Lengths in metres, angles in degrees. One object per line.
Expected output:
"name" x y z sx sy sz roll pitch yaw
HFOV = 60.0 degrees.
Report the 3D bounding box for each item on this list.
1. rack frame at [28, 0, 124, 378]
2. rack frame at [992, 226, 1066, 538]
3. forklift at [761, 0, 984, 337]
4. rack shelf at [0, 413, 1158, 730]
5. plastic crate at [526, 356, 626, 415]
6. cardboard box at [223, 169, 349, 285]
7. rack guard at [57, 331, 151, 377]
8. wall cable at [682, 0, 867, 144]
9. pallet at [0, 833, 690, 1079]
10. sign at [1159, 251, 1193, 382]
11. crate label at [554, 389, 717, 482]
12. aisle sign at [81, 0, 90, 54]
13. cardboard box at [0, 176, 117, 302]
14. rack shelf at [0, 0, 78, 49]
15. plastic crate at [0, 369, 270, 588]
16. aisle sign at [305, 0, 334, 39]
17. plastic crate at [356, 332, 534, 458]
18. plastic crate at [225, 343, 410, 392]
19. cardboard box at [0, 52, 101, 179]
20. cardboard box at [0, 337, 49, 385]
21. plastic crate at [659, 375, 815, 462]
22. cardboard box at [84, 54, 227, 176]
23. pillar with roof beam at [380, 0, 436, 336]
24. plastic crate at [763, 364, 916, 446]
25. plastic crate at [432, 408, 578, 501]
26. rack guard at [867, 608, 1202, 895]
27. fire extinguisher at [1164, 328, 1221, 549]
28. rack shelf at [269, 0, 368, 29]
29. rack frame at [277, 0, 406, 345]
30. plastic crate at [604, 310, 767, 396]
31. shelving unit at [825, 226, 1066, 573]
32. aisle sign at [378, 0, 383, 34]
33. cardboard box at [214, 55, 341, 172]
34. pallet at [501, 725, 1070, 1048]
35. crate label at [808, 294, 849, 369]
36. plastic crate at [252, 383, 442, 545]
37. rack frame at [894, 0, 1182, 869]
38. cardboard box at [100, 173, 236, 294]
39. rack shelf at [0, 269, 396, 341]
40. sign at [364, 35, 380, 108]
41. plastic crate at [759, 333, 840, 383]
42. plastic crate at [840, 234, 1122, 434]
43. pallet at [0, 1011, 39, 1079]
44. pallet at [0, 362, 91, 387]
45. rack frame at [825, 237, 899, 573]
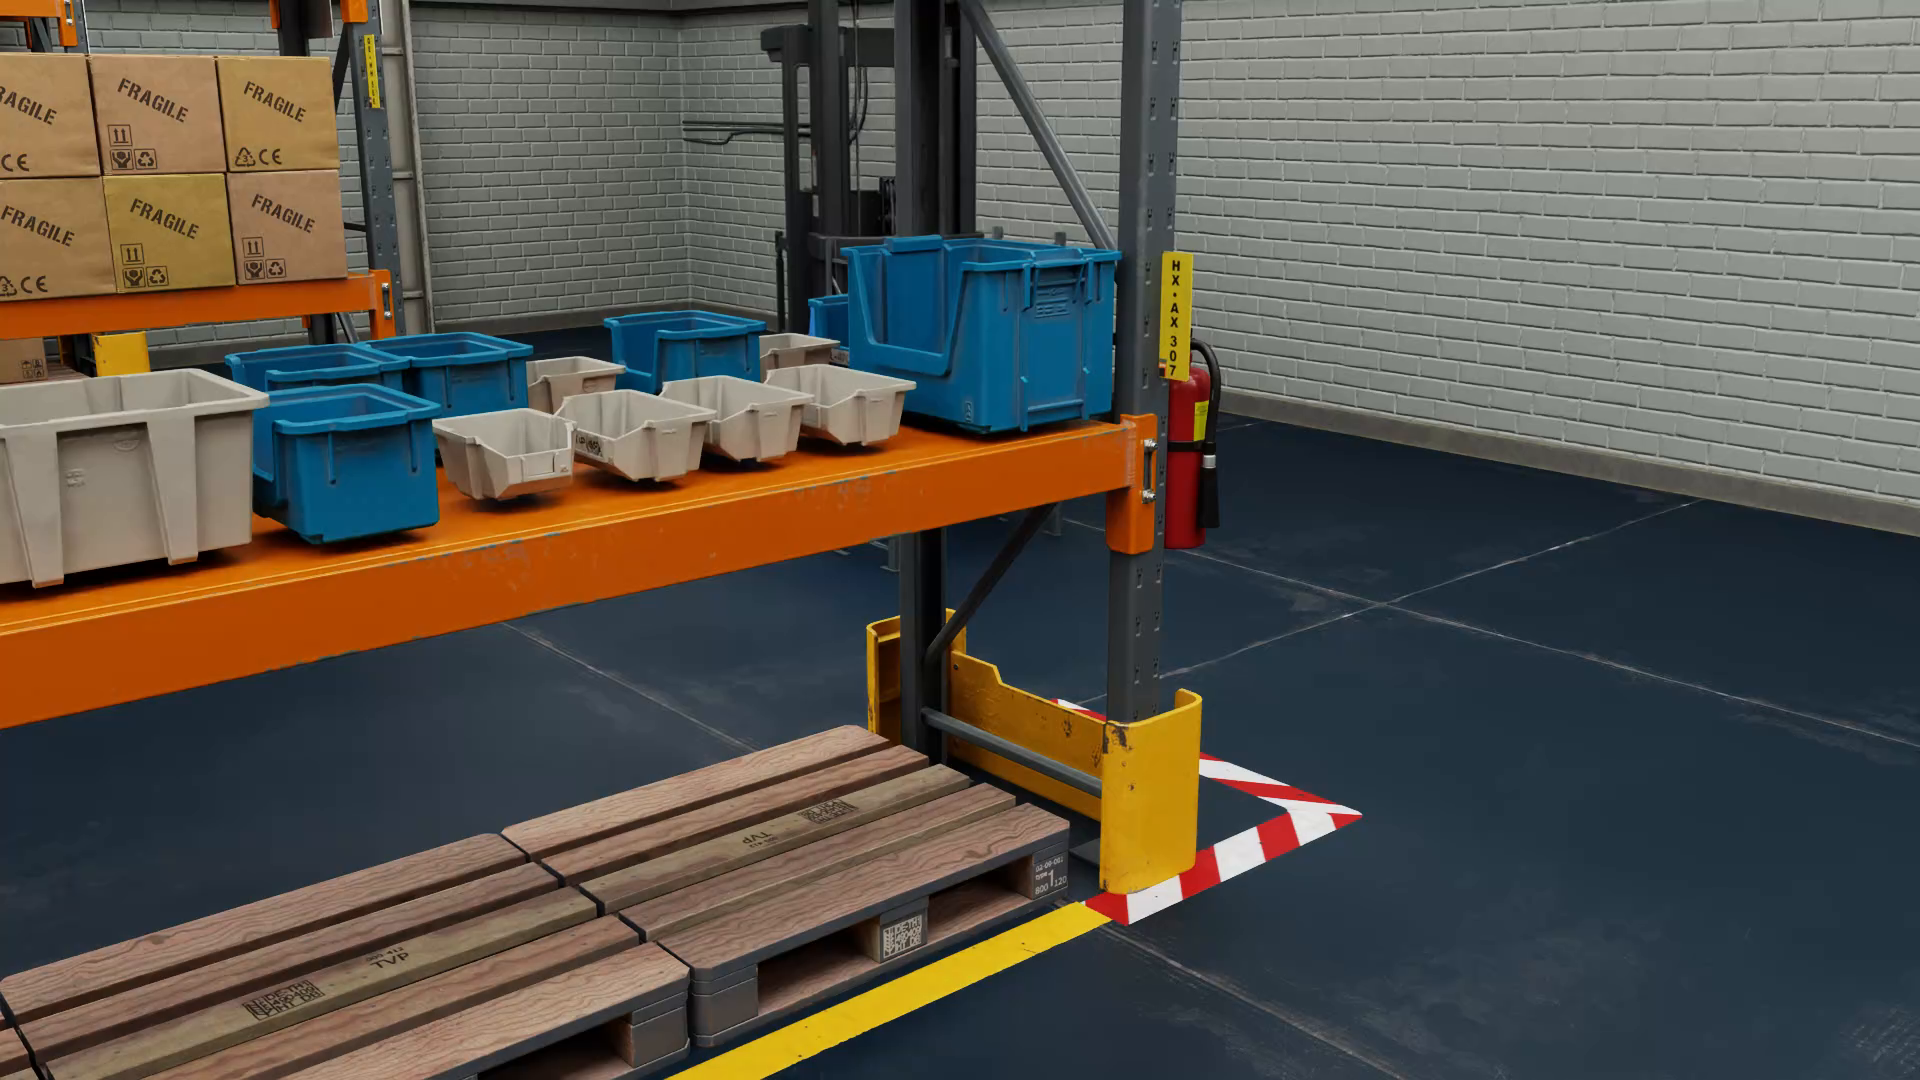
"rack frame" -6.323 -2.529 11.904 0.127 3.000 1.000 -13 19 -39
"rack frame" 0.335 -0.789 8.299 0.032 1.500 0.500 -12 19 -38
"forklift" -0.514 -1.890 9.644 1.130 2.935 3.031 -4 16 -16
"rack shelf" -1.328 0.087 3.508 4.000 0.370 1.077 -13 19 -39
"plastic crate" -1.030 -0.371 4.220 0.298 0.136 0.250 -13 19 -39
"cardboard box" -3.227 -1.484 7.800 0.500 0.500 0.500 -12 19 -38
"rack guard" -6.305 -1.325 12.242 0.348 0.500 1.175 -13 19 -39
"wall cable" -1.821 -4.815 14.857 0.112 2.526 3.097 -13 19 -39
"pallet" -1.387 1.085 3.779 1.213 0.211 1.003 -13 19 -39
"sign" 0.554 -0.574 4.272 0.005 0.325 0.100 -13 19 -39
"crate label" -0.738 -0.230 3.693 0.243 0.136 0.396 -13 19 -39
"aisle sign" -6.071 -3.738 11.395 0.004 0.787 0.394 -13 19 -39
"cardboard box" -3.996 -1.312 7.156 0.500 0.500 0.500 -12 19 -39
"rack shelf" -7.831 -3.291 10.341 4.000 0.370 1.077 -13 19 -39
"plastic crate" -1.564 -0.117 2.988 0.530 0.282 0.437 -13 19 -39
"aisle sign" -3.209 -2.890 8.218 0.004 0.787 0.394 -13 19 -39
"plastic crate" -1.215 -0.347 3.945 0.300 0.233 0.416 -13 19 -39
"plastic crate" -1.441 -0.296 3.755 0.300 0.233 0.416 -13 19 -39
"cardboard box" -3.992 -1.793 7.018 0.500 0.500 0.500 -12 19 -38
"cardboard box" -6.785 -1.386 11.655 0.500 0.500 0.700 -13 19 -39
"plastic crate" -0.544 -0.282 3.887 0.243 0.136 0.396 -13 19 -39
"cardboard box" -3.604 -1.881 7.350 0.500 0.500 0.500 -12 19 -38
"pillar with roof beam" -2.028 -5.215 10.335 0.400 9.000 9.100 -13 19 -39
"plastic crate" -0.316 -0.328 4.060 0.243 0.136 0.396 -13 19 -39
"plastic crate" -0.949 -0.176 3.491 0.250 0.136 0.298 -13 19 -39
"rack guard" 0.190 0.601 5.030 0.348 0.500 1.175 -13 19 -39
"fire extinguisher" 0.593 -0.319 4.506 0.183 0.674 0.296 -13 19 -39
"rack shelf" -4.577 -2.328 6.733 4.000 0.370 1.077 -13 19 -39
"rack frame" -3.068 -1.565 8.296 0.127 3.000 1.000 -13 19 -39
"plastic crate" -0.718 -0.459 4.363 0.300 0.233 0.416 -13 19 -39
"shelving unit" -0.057 -0.706 7.987 1.048 1.500 0.538 -12 19 -38
"aisle sign" -2.816 -2.773 7.780 0.004 0.787 0.394 -13 19 -39
"cardboard box" -3.223 -1.967 7.671 0.500 0.500 0.500 -13 20 -40
"pallet" -0.467 0.880 4.548 1.213 0.211 1.003 -13 19 -39
"crate label" -0.222 -0.570 4.780 0.303 0.233 0.416 -13 19 -39
"plastic crate" -1.200 -0.150 3.208 0.300 0.233 0.416 -13 19 -39
"rack frame" 0.181 -0.600 4.683 0.127 3.000 1.000 -13 19 -39
"cardboard box" -3.616 -1.396 7.469 0.500 0.500 0.500 -12 19 -39
"rack shelf" -4.577 -0.878 7.120 4.000 0.370 1.077 -13 19 -39
"sign" -2.719 -2.165 7.688 0.005 0.325 0.100 -13 19 -39
"plastic crate" -0.518 -0.485 4.650 0.298 0.136 0.250 -13 19 -39
"plastic crate" 0.051 -0.553 4.322 0.499 0.435 0.616 -13 19 -39
"pallet" -2.308 1.293 3.001 1.213 0.211 1.003 -13 19 -39
"pallet" -6.875 -1.031 11.699 1.213 0.211 1.003 -13 19 -39
"rack frame" -0.450 -0.623 7.675 0.032 1.500 0.500 -12 19 -38
